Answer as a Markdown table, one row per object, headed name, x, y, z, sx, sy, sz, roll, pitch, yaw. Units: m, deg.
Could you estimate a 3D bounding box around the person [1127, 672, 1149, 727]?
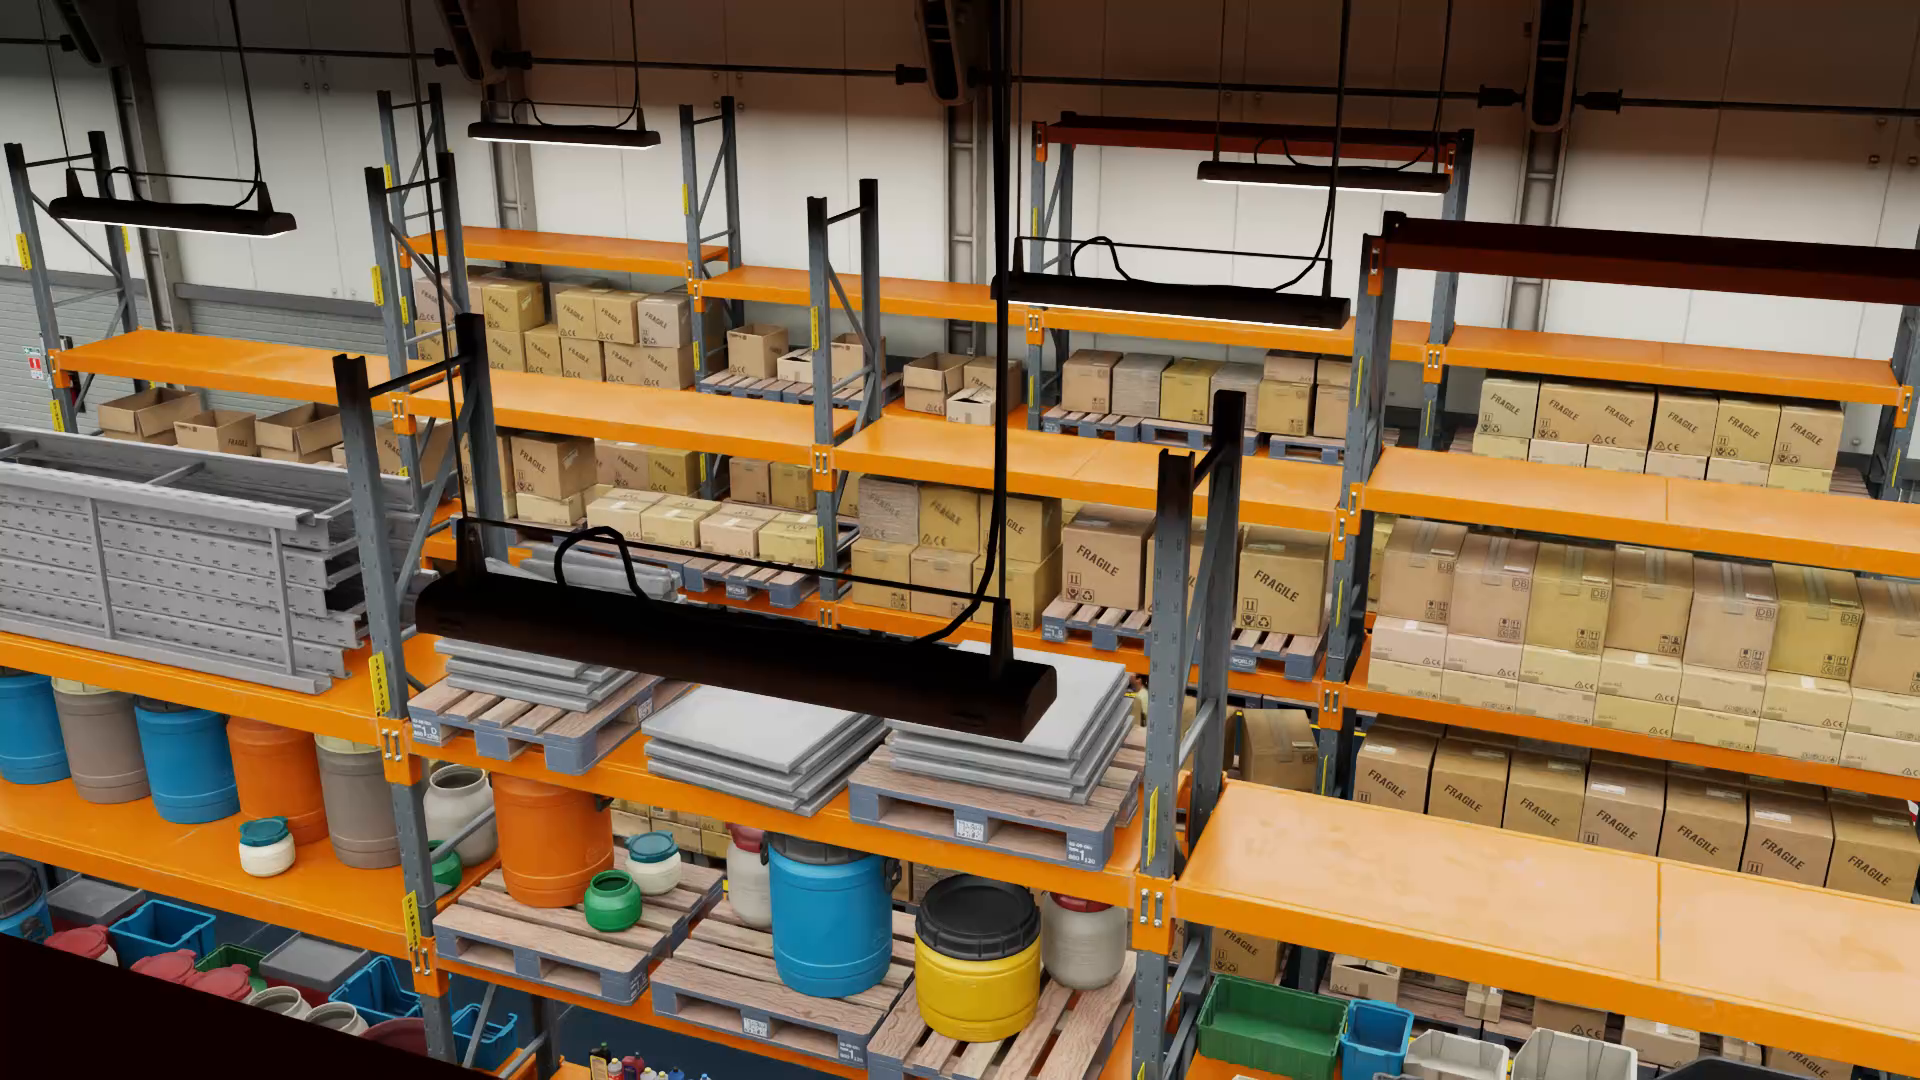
| name | x | y | z | sx | sy | sz | roll | pitch | yaw |
| --- | --- | --- | --- | --- | --- | --- | --- | --- | --- |
| person | 1.740 | 1.866 | 15.275 | 0.703 | 1.587 | 0.566 | 13 | 24 | 31 |
